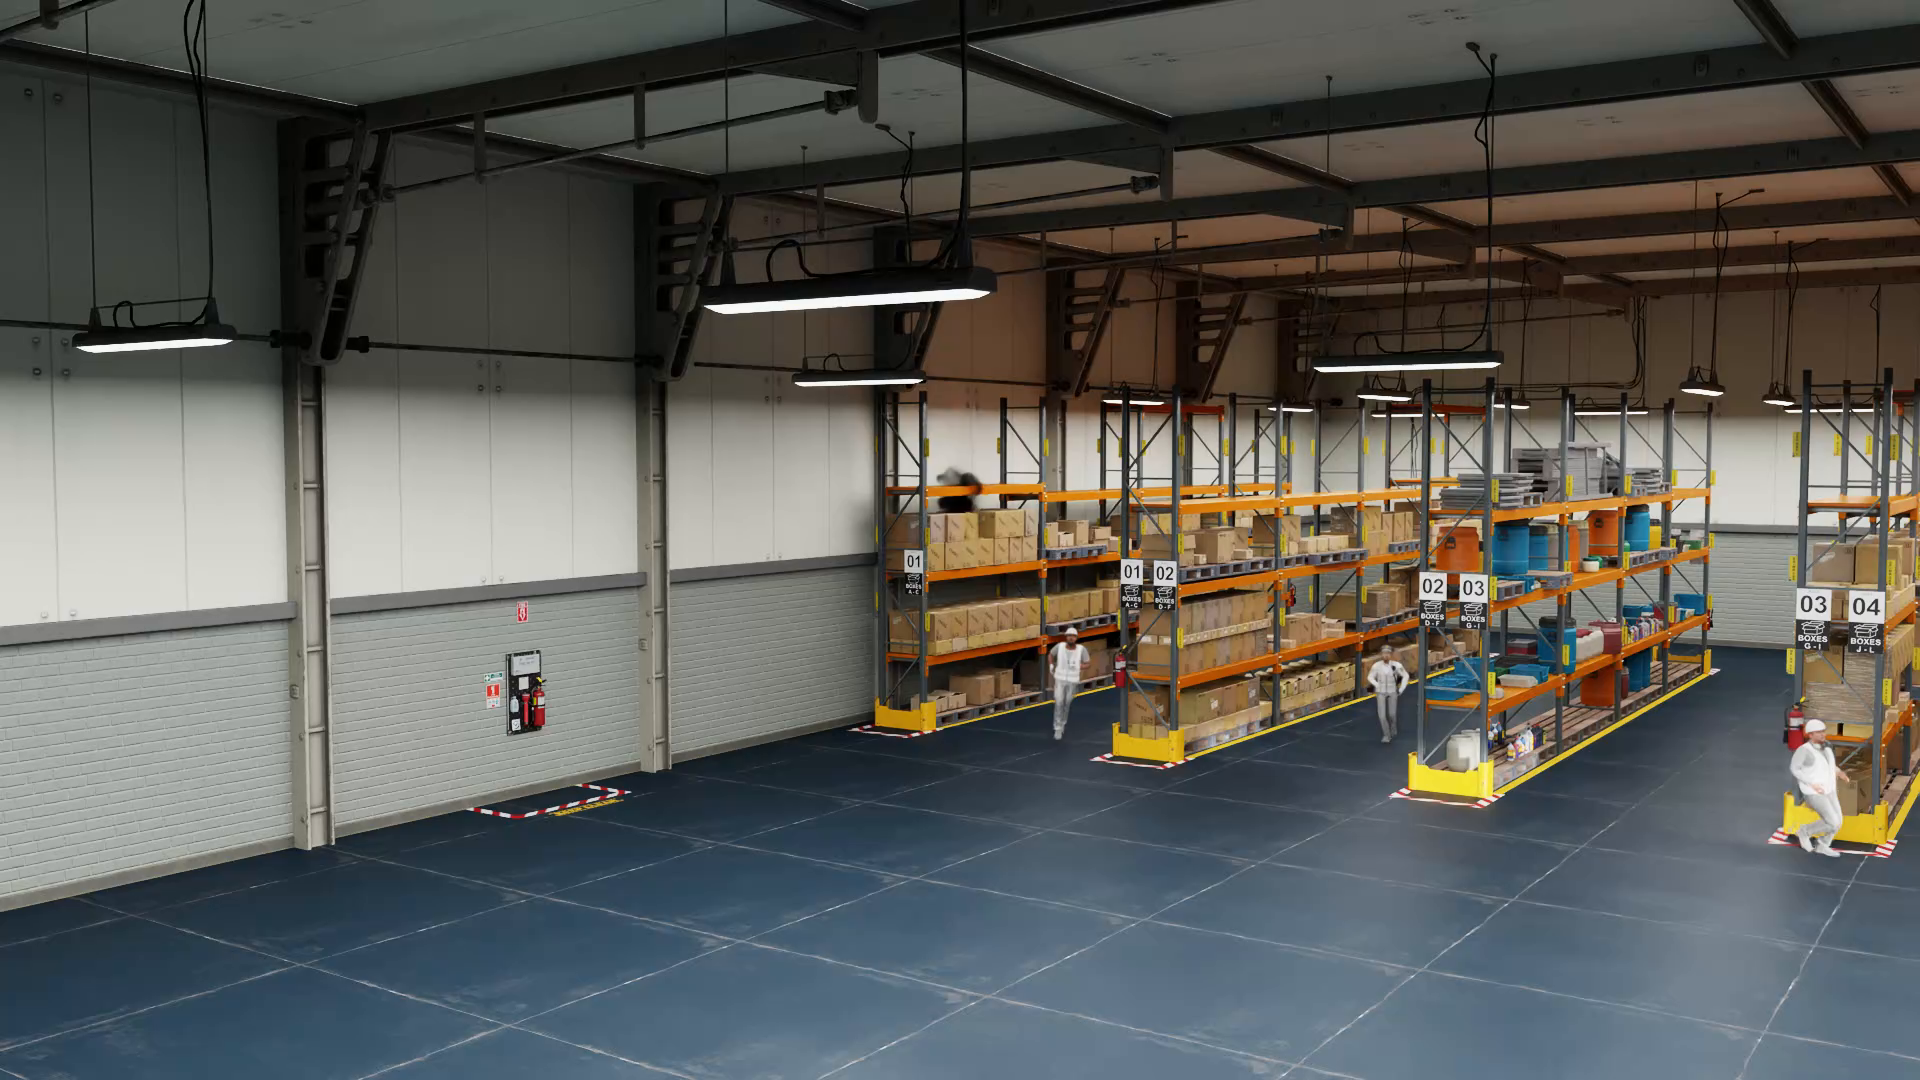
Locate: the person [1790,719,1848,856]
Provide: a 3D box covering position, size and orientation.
[{"bbox_3d":[10.484,3.033,20.286,0.663,1.701,0.557,-2,4,-34],"label":"person"}]

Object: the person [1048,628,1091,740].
[{"bbox_3d":[1.809,2.352,27.519,0.705,1.816,0.888,0,3,2],"label":"person"}]

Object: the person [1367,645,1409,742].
[{"bbox_3d":[7.242,2.605,28.195,0.681,1.659,0.494,1,3,20],"label":"person"}]
